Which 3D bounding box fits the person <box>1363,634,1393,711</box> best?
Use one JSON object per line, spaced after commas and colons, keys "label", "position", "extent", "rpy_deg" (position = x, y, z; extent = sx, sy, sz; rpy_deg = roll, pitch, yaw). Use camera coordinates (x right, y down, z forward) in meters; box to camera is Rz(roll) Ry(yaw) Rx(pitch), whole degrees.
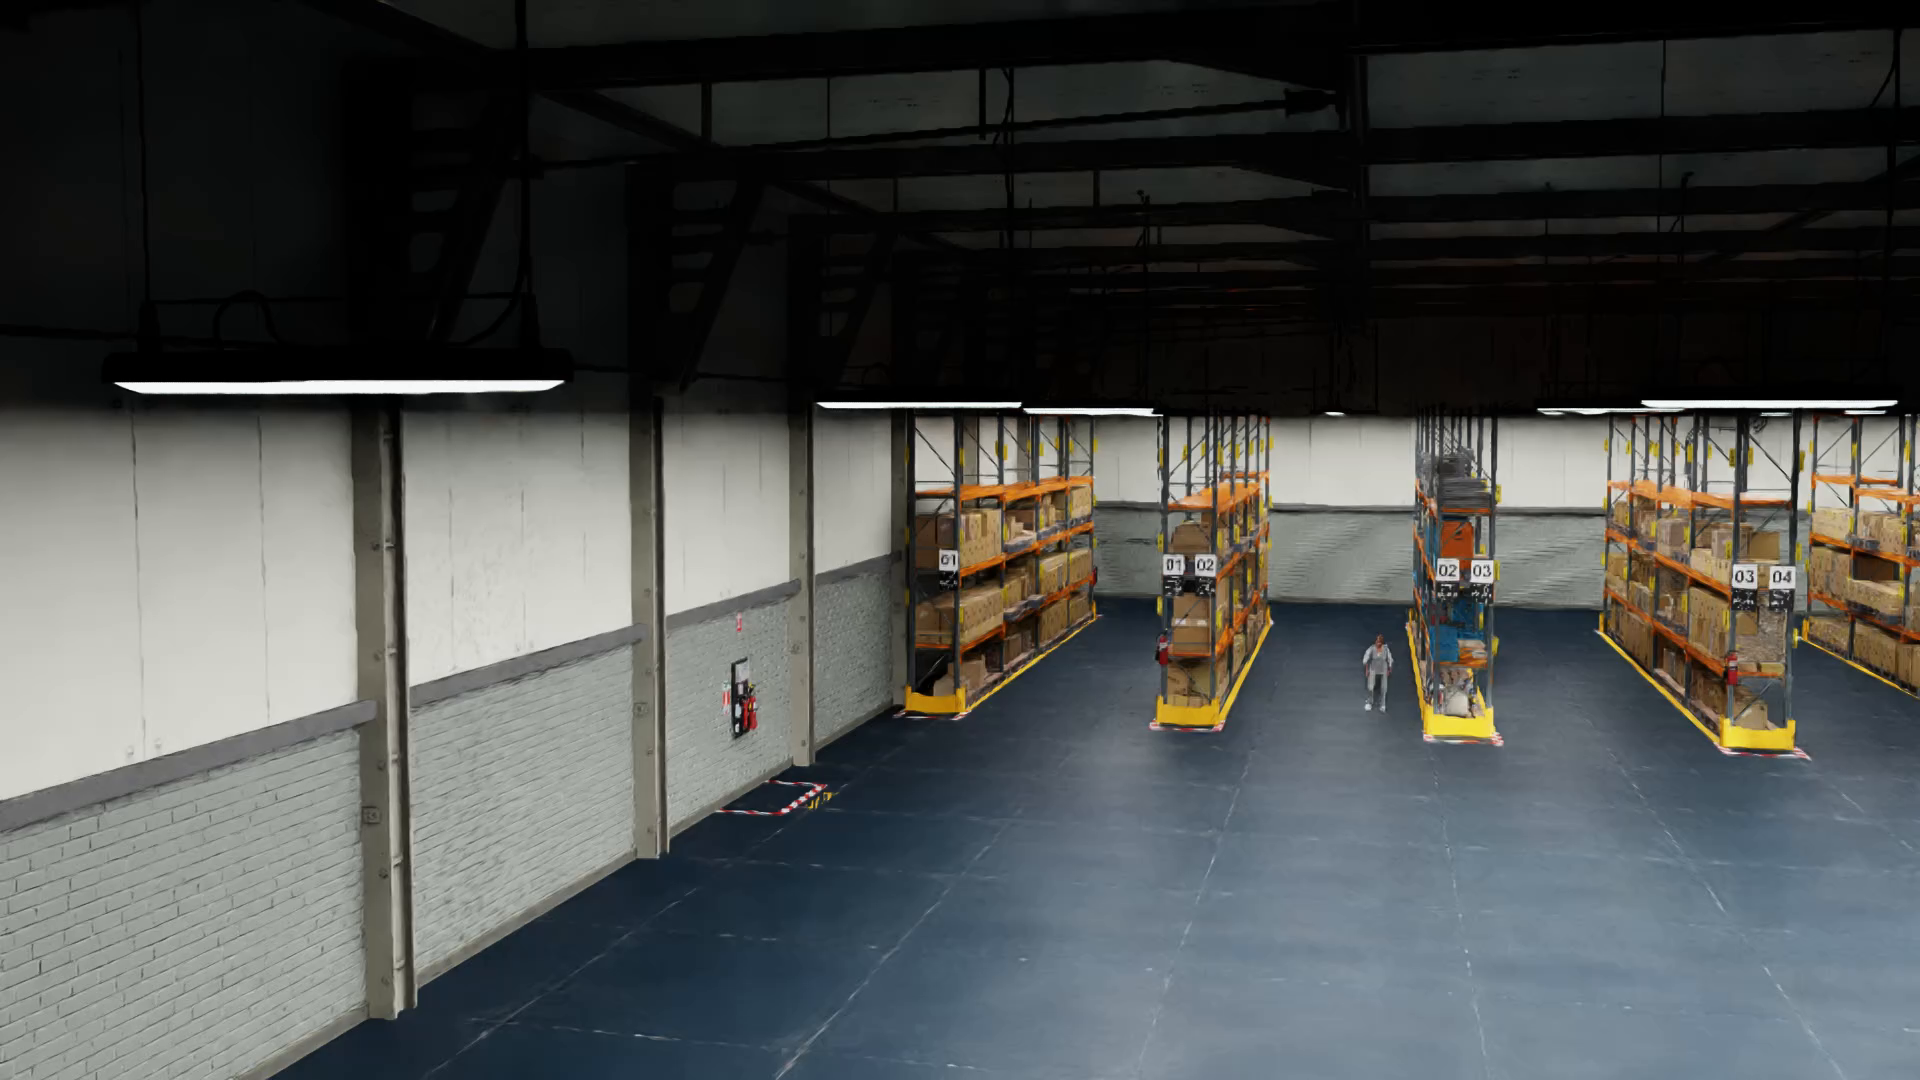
{"label": "person", "position": [8.178, 2.643, 32.557], "extent": [0.566, 1.433, 0.519], "rpy_deg": [1, 4, 11]}
